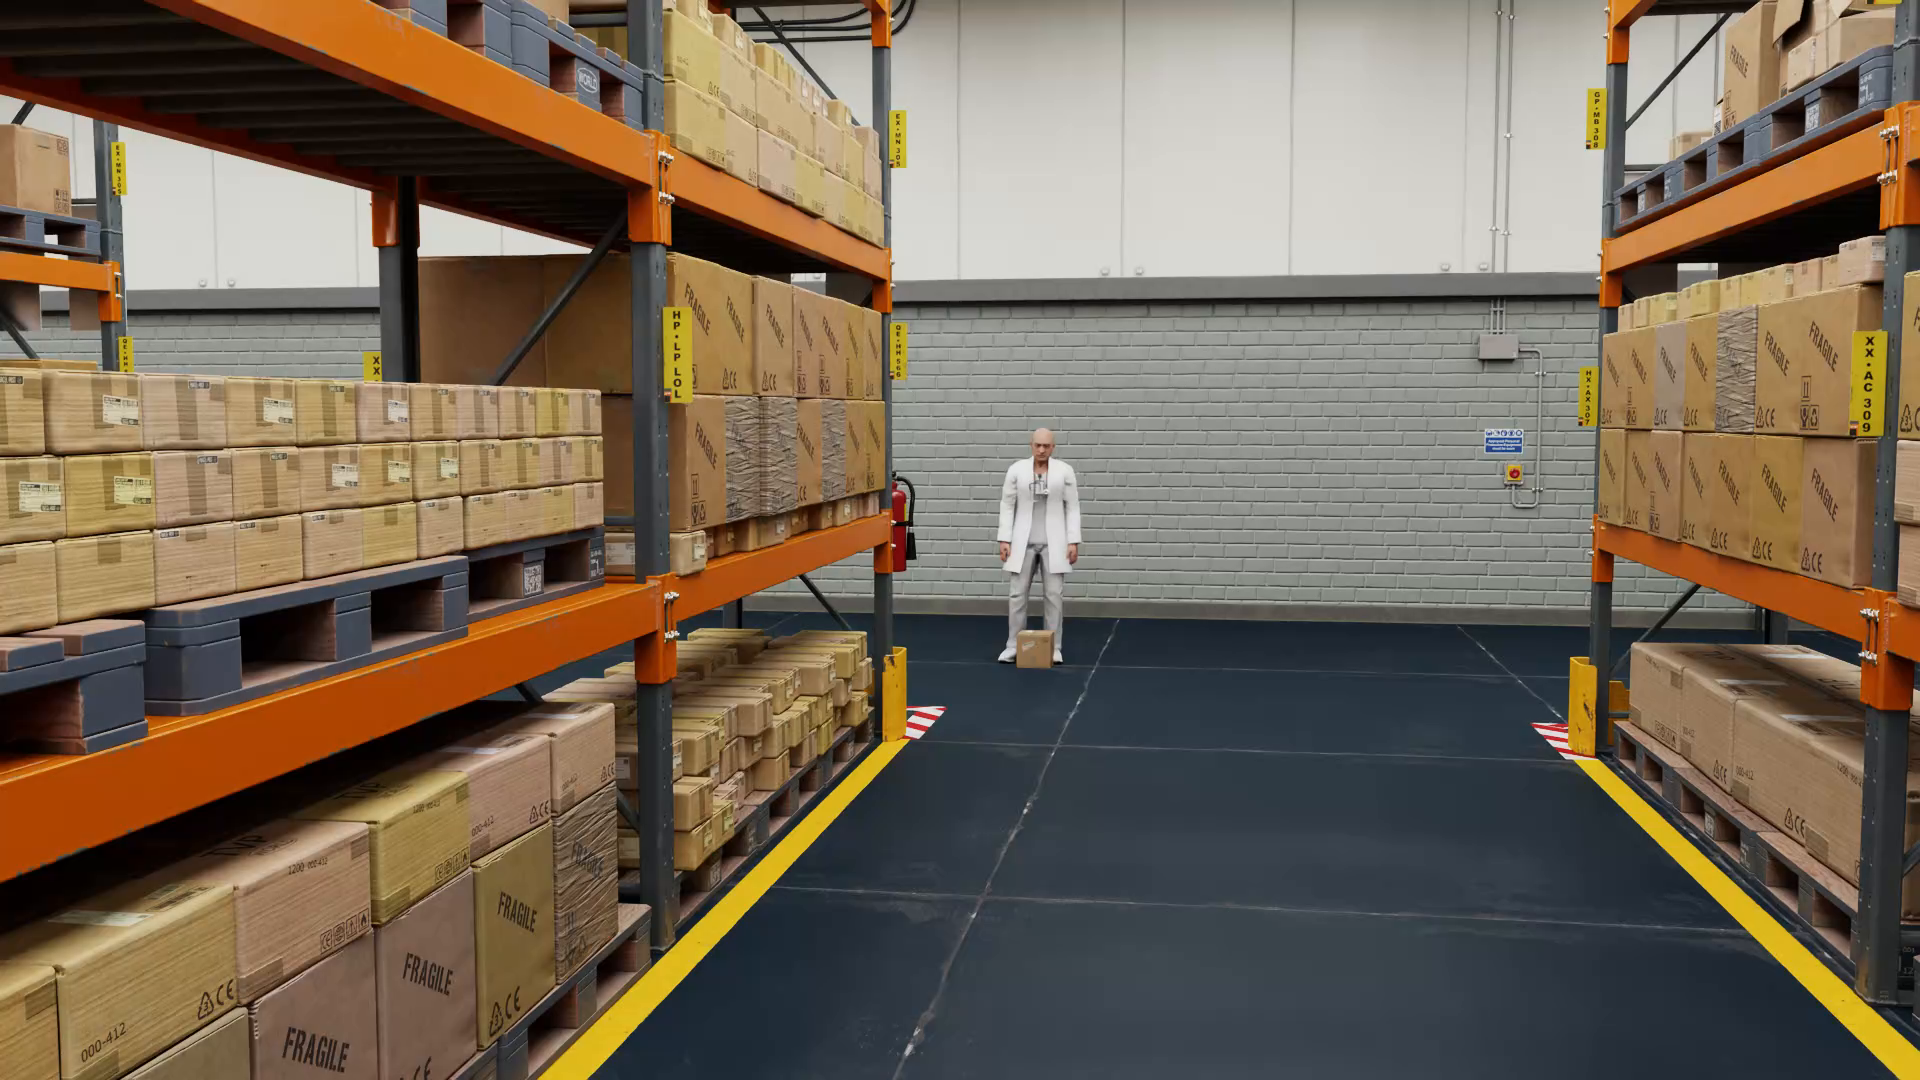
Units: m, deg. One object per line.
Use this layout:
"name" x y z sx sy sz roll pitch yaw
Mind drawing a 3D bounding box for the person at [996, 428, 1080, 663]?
"person" 0.591 0.036 12.601 0.643 1.775 0.423 1 4 9
